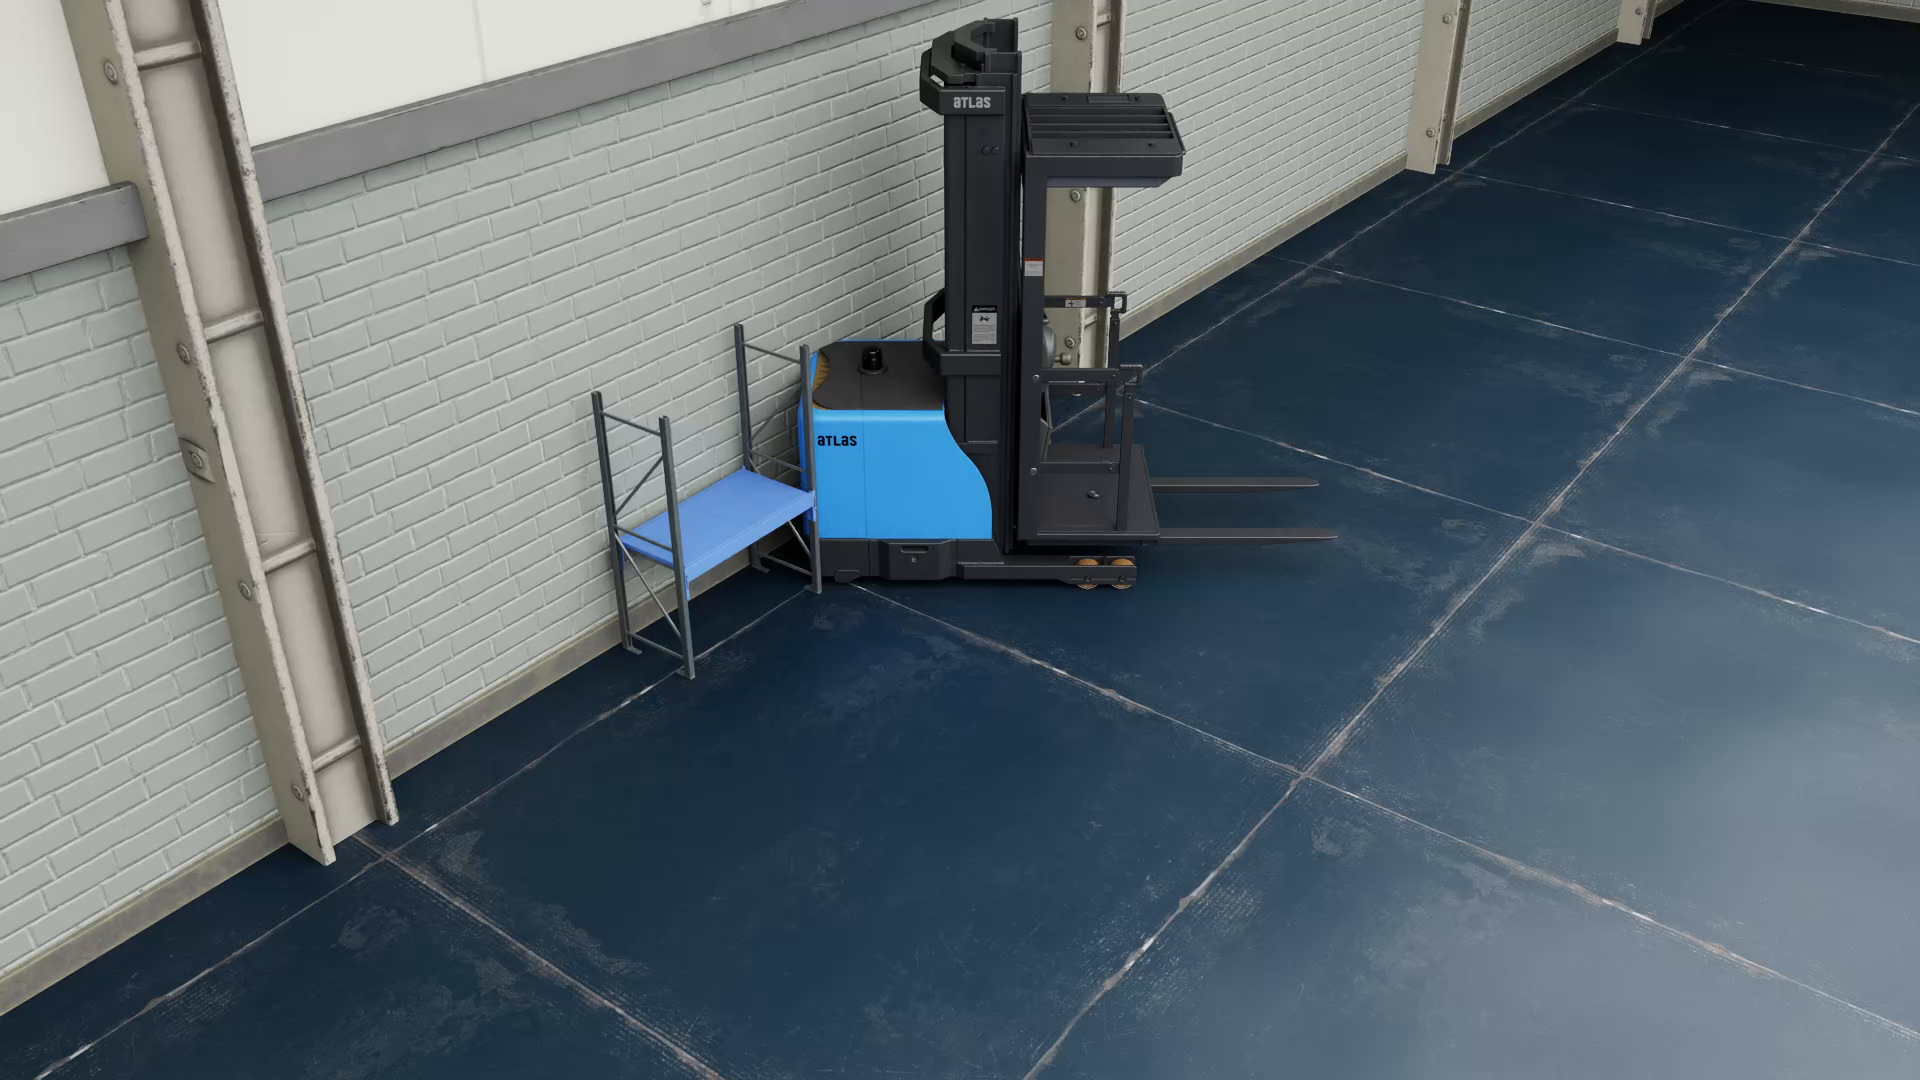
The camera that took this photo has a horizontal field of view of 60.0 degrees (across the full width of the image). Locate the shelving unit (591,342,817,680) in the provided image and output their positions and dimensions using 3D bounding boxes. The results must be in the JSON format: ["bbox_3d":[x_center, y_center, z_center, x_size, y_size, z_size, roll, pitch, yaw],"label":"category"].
[{"bbox_3d":[-1.286,-0.211,8.691,0.538,1.500,1.039,20,36,30],"label":"shelving unit"}]

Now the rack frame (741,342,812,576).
[{"bbox_3d":[-0.986,-0.423,9.050,0.475,1.308,0.013,20,36,30],"label":"rack frame"}]

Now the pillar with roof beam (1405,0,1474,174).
[{"bbox_3d":[7.862,-6.106,11.284,9.100,9.000,0.400,21,37,31],"label":"pillar with roof beam"}]

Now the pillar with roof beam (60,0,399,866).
[{"bbox_3d":[0.619,-1.229,3.054,9.100,9.000,0.400,21,37,31],"label":"pillar with roof beam"}]

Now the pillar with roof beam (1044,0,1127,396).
[{"bbox_3d":[4.240,-3.667,7.169,9.100,9.000,0.400,21,37,31],"label":"pillar with roof beam"}]

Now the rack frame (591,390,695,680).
[{"bbox_3d":[-1.582,-0.003,8.341,0.500,1.500,0.032,20,36,30],"label":"rack frame"}]

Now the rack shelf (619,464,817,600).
[{"bbox_3d":[-1.283,-0.058,8.786,0.538,0.185,1.000,20,36,30],"label":"rack shelf"}]

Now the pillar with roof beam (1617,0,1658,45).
[{"bbox_3d":[11.484,-8.545,15.399,9.100,9.000,0.400,21,37,31],"label":"pillar with roof beam"}]

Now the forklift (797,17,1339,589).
[{"bbox_3d":[0.630,-1.260,9.058,3.031,2.935,1.130,0,31,0],"label":"forklift"}]
